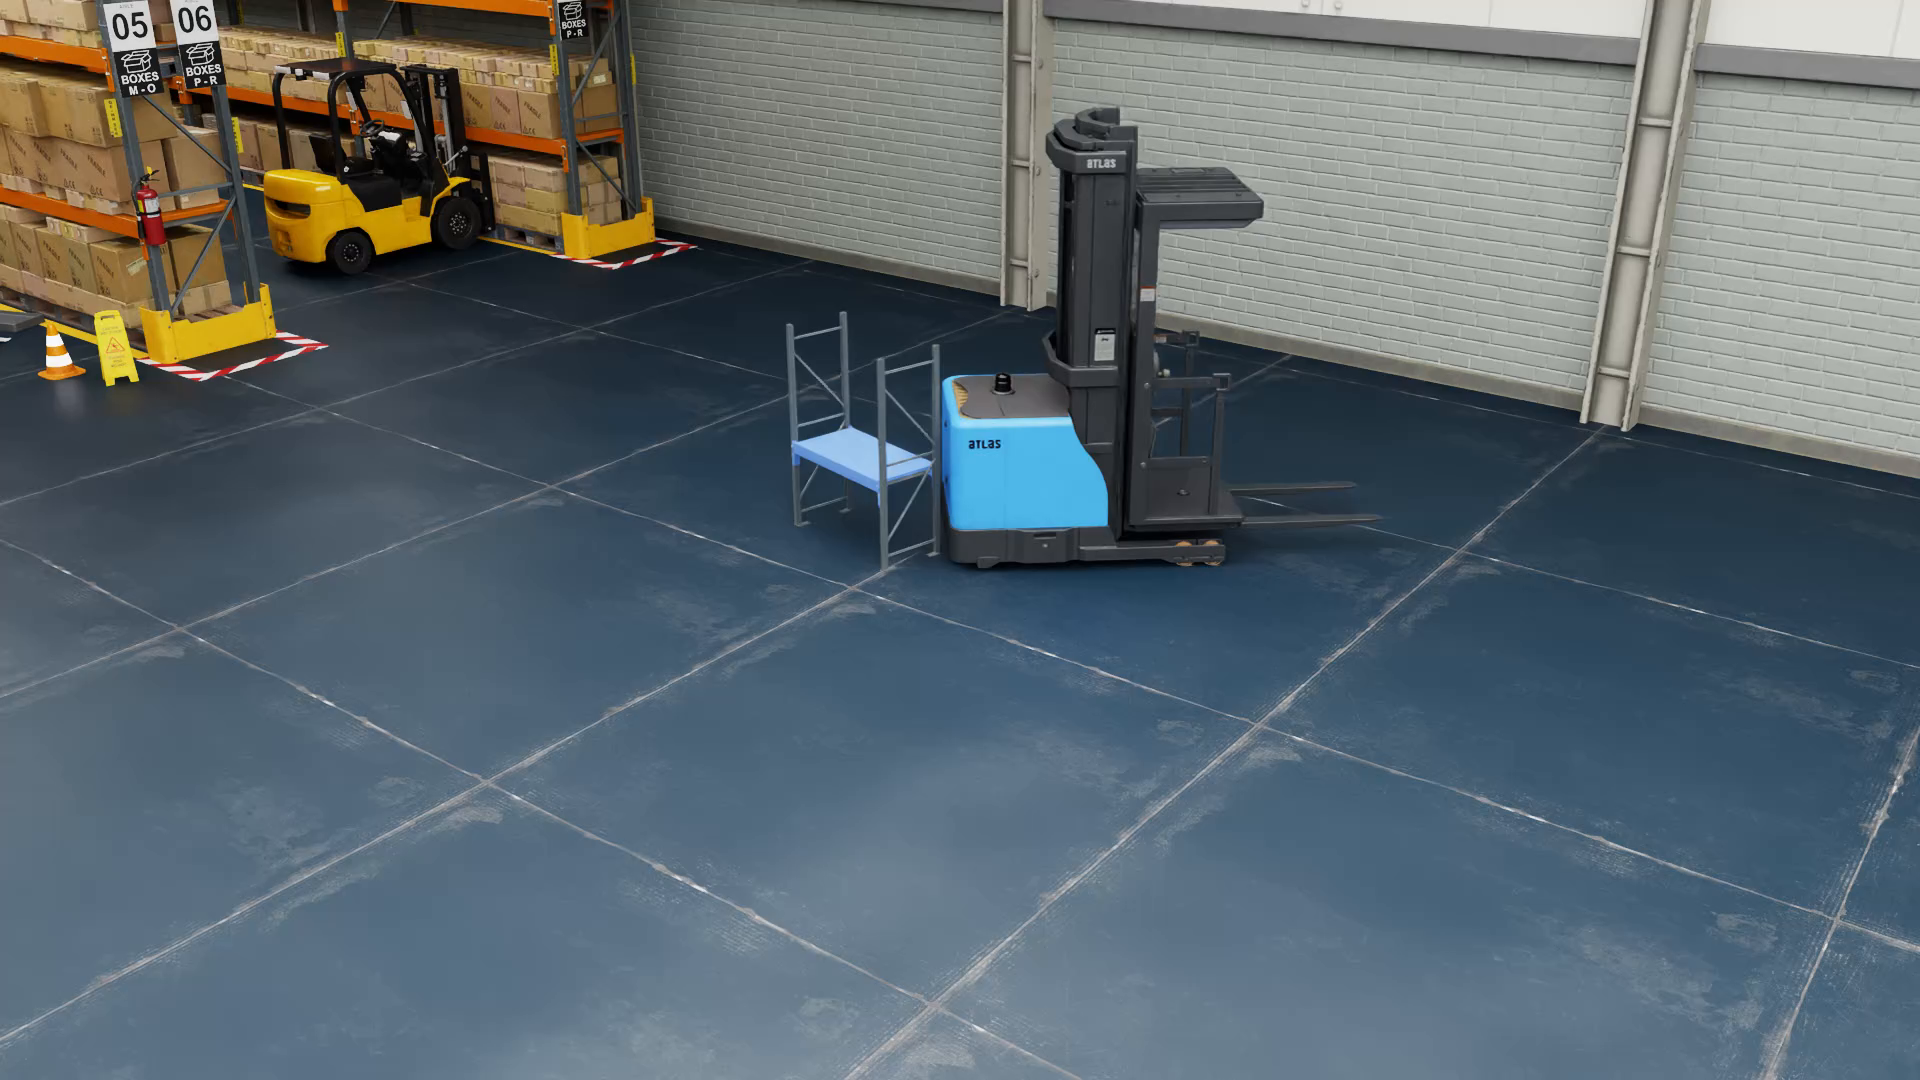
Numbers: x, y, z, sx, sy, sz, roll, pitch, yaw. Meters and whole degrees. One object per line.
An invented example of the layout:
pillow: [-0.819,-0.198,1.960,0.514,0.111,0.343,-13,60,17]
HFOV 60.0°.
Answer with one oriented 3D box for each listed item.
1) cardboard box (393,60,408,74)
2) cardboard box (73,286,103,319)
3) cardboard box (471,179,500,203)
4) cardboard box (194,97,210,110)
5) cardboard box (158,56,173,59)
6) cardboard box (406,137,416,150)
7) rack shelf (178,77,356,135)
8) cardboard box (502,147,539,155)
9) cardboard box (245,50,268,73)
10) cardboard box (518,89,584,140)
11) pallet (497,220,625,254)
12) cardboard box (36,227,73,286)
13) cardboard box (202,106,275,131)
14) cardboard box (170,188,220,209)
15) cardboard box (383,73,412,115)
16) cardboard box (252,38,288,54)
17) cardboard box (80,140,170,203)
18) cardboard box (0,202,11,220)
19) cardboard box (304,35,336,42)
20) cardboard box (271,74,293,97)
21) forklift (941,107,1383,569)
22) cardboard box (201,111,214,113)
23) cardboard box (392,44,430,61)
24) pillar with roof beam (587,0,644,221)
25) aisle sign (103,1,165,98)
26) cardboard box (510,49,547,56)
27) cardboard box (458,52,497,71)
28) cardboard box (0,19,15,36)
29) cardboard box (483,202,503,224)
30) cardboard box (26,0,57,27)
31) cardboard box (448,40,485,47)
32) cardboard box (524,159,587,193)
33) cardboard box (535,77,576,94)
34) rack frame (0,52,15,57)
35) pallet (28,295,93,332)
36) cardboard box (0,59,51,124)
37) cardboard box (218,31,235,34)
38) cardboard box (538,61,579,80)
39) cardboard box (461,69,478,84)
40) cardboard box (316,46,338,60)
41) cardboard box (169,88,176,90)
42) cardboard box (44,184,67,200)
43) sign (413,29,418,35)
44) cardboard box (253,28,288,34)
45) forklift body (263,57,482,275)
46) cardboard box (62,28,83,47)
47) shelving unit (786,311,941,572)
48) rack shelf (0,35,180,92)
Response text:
cardboard box: [-6.637,-5.759,20.171,0.250,0.149,0.380,18,29,34]
cardboard box: [-8.312,-2.379,16.317,0.500,0.250,0.500,17,29,33]
cardboard box: [-5.518,-4.233,19.906,0.500,0.250,0.500,16,28,32]
cardboard box: [-10.948,-6.390,24.307,0.250,0.149,0.380,18,29,35]
cardboard box: [-11.277,-6.857,23.384,0.250,0.149,0.380,17,29,34]
cardboard box: [-6.719,-4.824,20.628,0.500,0.250,0.500,17,29,33]
rack shelf: [-8.921,-5.932,22.386,4.000,0.370,1.077,17,29,33]
cardboard box: [-5.187,-4.623,20.172,0.500,0.250,0.500,17,29,33]
cardboard box: [-9.081,-6.350,22.007,0.500,0.250,0.500,17,29,34]
cardboard box: [-4.671,-4.891,19.005,0.500,0.500,0.500,16,28,32]
pallet: [-4.757,-3.706,19.899,1.213,0.211,1.003,17,29,33]
cardboard box: [-8.711,-2.844,16.444,0.500,0.500,0.500,16,28,32]
cardboard box: [-10.031,-5.695,23.380,0.625,0.625,0.875,18,29,35]
cardboard box: [-7.242,-3.242,15.700,0.250,0.149,0.380,17,29,33]
cardboard box: [-6.696,-5.511,20.414,0.500,0.500,0.500,17,29,34]
cardboard box: [-9.026,-6.470,21.785,0.250,0.149,0.380,16,28,32]
cardboard box: [-7.694,-3.432,15.327,0.500,0.500,0.500,16,29,32]
cardboard box: [-9.508,-3.346,16.779,0.250,0.149,0.380,18,30,35]
cardboard box: [-8.462,-6.600,22.081,0.250,0.149,0.380,17,29,33]
cardboard box: [-8.666,-5.996,21.825,0.500,0.250,0.500,17,29,34]
forklift: [1.404,-1.372,11.229,3.031,2.935,1.130,-2,24,-4]
cardboard box: [-10.691,-5.986,24.194,0.500,0.500,0.500,18,30,35]
cardboard box: [-6.626,-5.895,20.113,0.250,0.149,0.380,18,29,34]
pillar with roof beam: [-6.719,-6.626,15.628,0.400,9.000,9.100,17,29,33]
aisle sign: [-7.218,-4.289,14.540,0.004,0.787,0.394,17,29,33]
cardboard box: [-5.085,-5.693,19.653,0.250,0.149,0.380,18,29,35]
cardboard box: [-5.614,-5.584,19.406,0.250,0.149,0.380,17,29,34]
cardboard box: [-8.803,-4.819,15.558,0.250,0.149,0.380,16,29,33]
cardboard box: [-5.473,-4.003,20.005,0.500,0.250,0.500,17,29,34]
cardboard box: [-8.059,-4.811,15.047,0.500,0.250,0.500,16,29,33]
cardboard box: [-6.055,-6.034,20.426,0.250,0.149,0.380,16,29,32]
cardboard box: [-4.676,-4.213,19.240,0.500,0.250,0.500,18,29,35]
cardboard box: [-4.566,-5.147,18.782,0.250,0.149,0.380,17,29,34]
rack frame: [-10.295,-4.175,17.506,0.127,3.000,1.000,17,29,33]
pallet: [-8.756,-2.453,17.057,1.213,0.211,1.003,17,29,33]
cardboard box: [-9.292,-4.378,16.233,0.500,0.500,0.700,16,28,32]
cardboard box: [-10.008,-6.798,22.529,0.250,0.149,0.380,18,29,35]
cardboard box: [-4.533,-5.308,18.779,0.250,0.149,0.380,17,29,33]
cardboard box: [-5.607,-5.449,19.468,0.250,0.149,0.380,17,29,34]
cardboard box: [-7.945,-6.188,21.145,0.250,0.149,0.380,16,29,33]
cardboard box: [-12.009,-6.691,24.991,0.250,0.149,0.380,16,28,31]
cardboard box: [-8.587,-3.401,16.061,0.250,0.149,0.380,16,29,33]
sign: [-6.989,-6.390,21.360,0.005,0.325,0.100,17,29,33]
cardboard box: [-9.455,-6.928,22.825,0.250,0.149,0.380,16,28,32]
forklift body: [-6.732,-4.292,18.824,1.214,2.155,2.313,17,29,33]
cardboard box: [-7.766,-4.511,14.860,0.250,0.149,0.380,17,29,34]
shelving unit: [-0.664,-0.693,11.463,0.538,1.500,1.048,-19,30,-36]
rack shelf: [-8.694,-4.735,15.949,4.000,0.370,1.077,17,29,33]
